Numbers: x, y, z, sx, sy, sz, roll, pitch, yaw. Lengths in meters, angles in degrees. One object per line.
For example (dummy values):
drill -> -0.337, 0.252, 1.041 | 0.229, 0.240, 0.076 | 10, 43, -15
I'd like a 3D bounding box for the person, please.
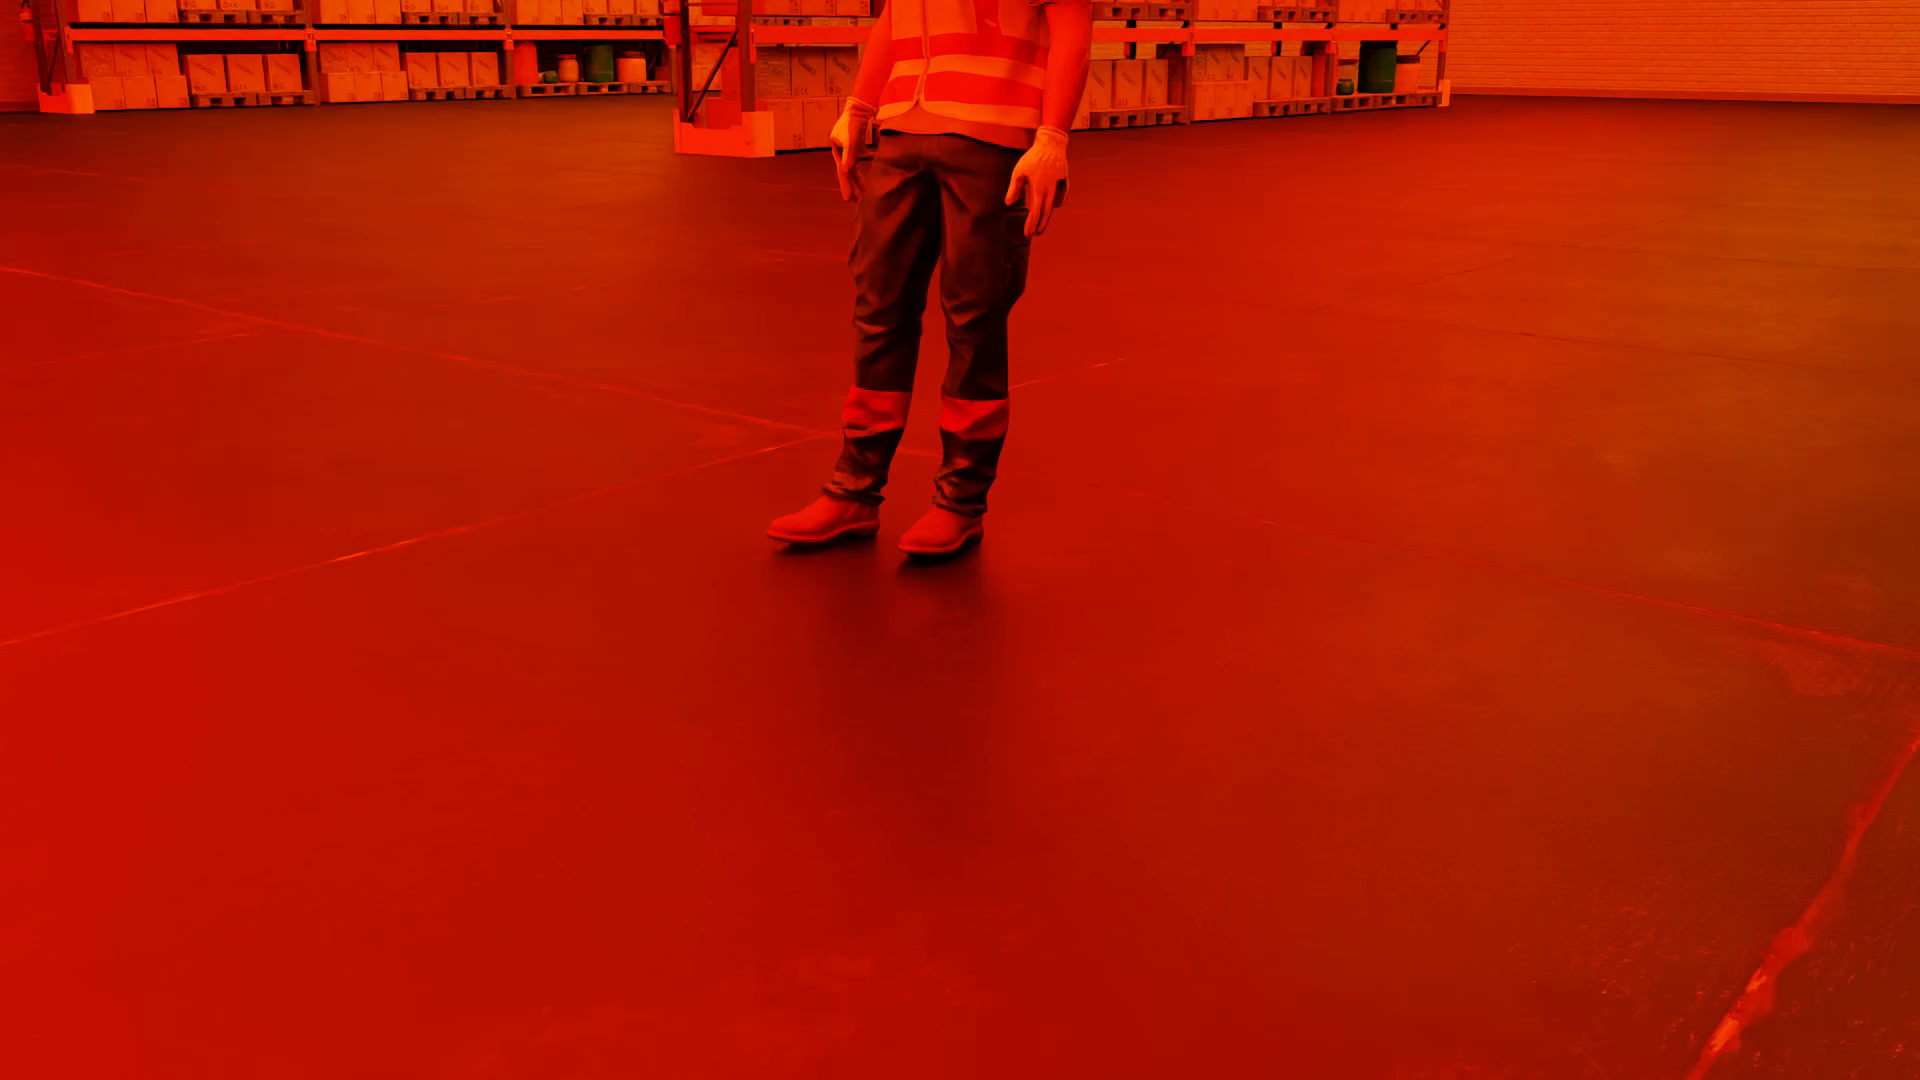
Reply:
person -> -0.060, -0.847, 3.627 | 0.638, 1.789, 0.562 | 13, 21, 37
